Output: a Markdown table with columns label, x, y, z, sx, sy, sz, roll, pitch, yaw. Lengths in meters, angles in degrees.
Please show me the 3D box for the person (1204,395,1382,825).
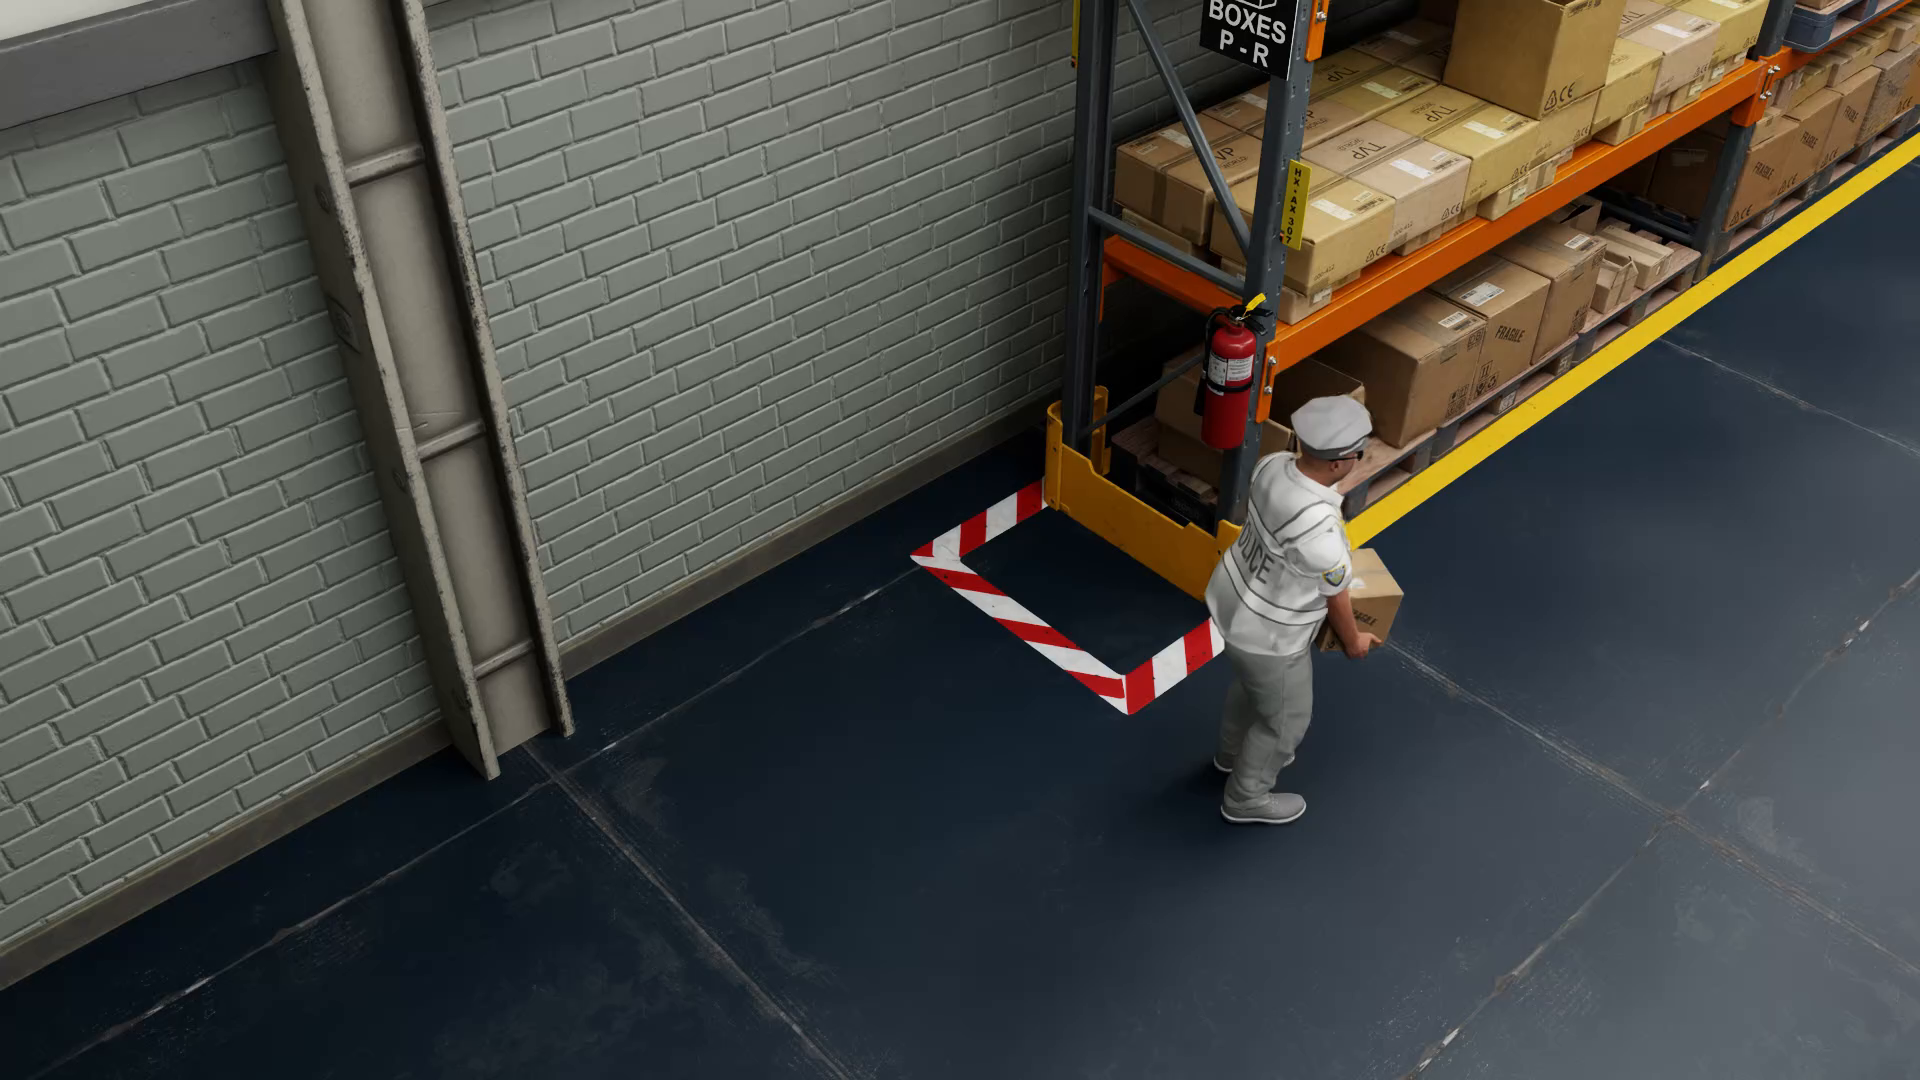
| label | x | y | z | sx | sy | sz | roll | pitch | yaw |
| --- | --- | --- | --- | --- | --- | --- | --- | --- | --- |
| person | 1.162 | 0.263 | 5.846 | 0.587 | 1.743 | 0.484 | -6 | 40 | -8 |
